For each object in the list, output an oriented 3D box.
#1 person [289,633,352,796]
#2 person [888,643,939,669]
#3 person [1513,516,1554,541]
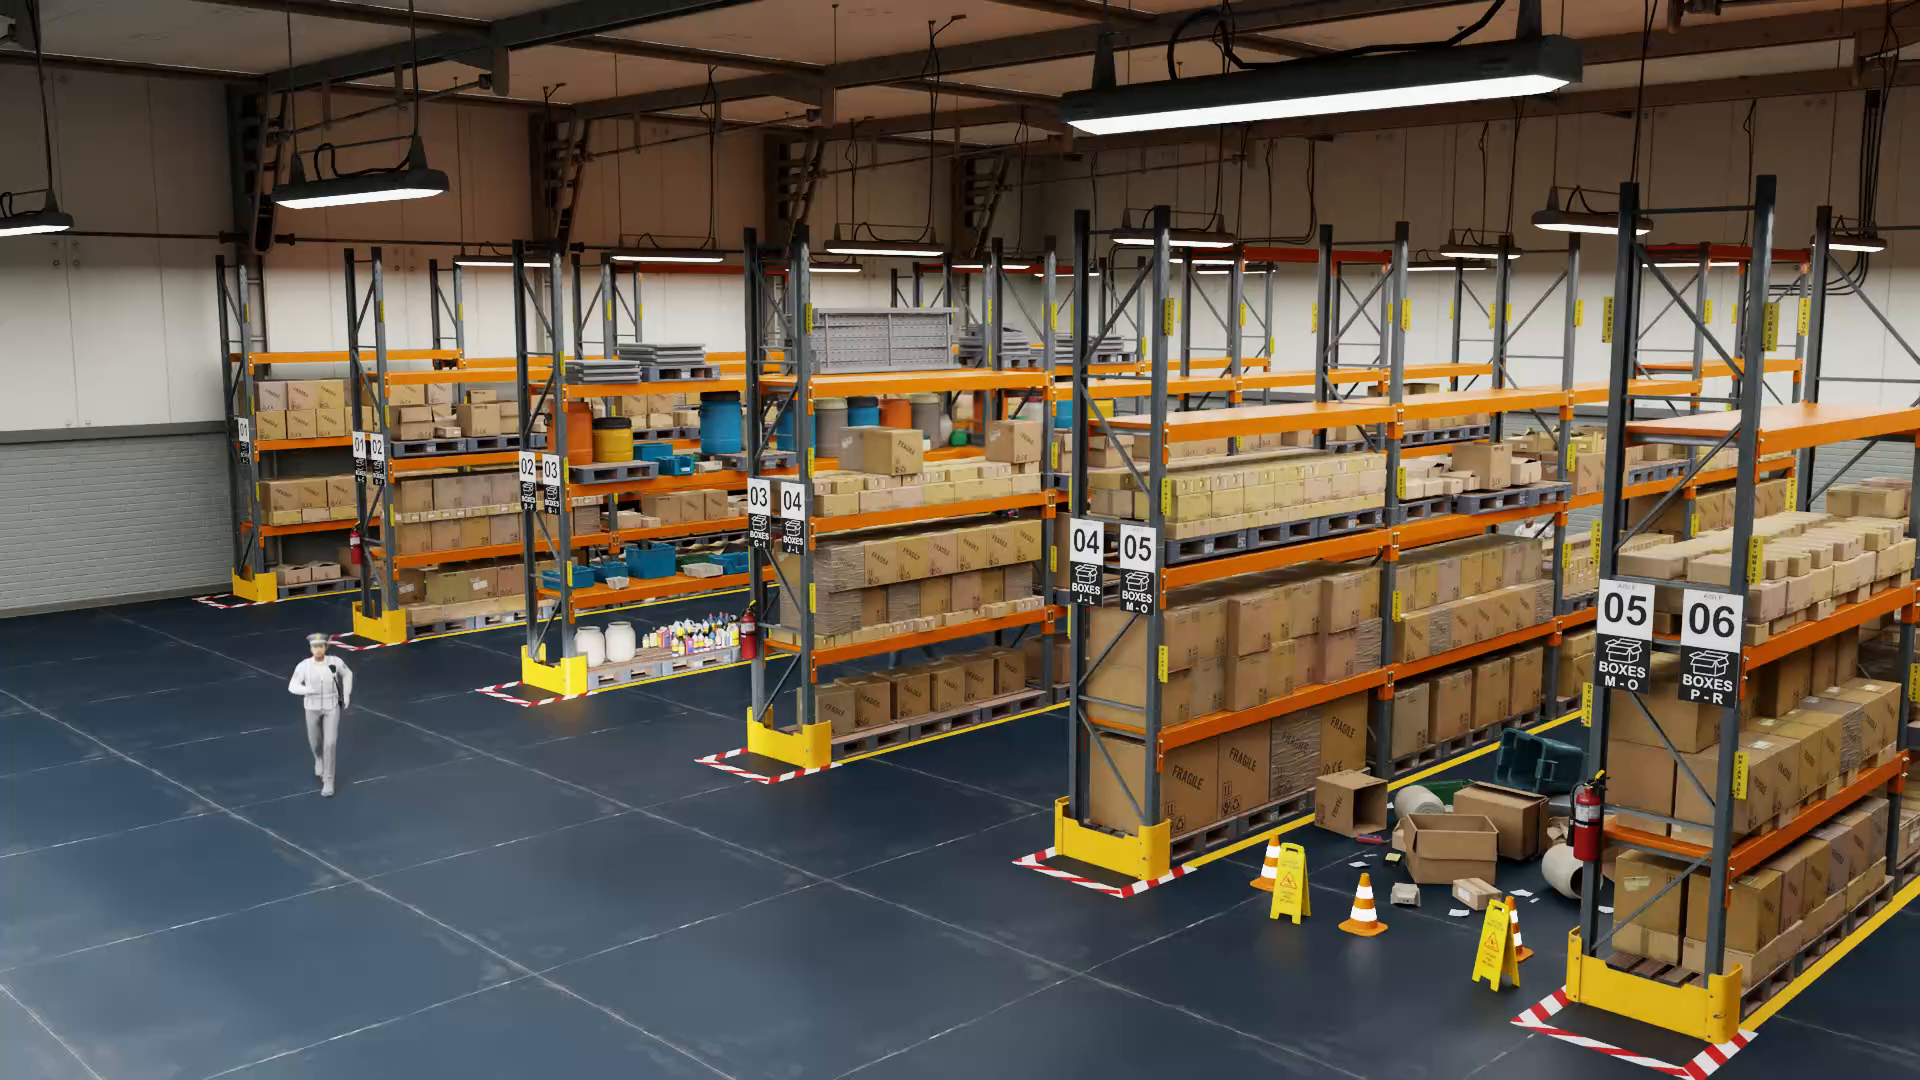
[{"bbox_3d":[-6.809,1.802,17.755,0.631,1.687,0.899,-3,9,-19],"label":"person"},{"bbox_3d":[-0.689,0.988,22.233,0.700,1.752,0.965,7,11,39],"label":"person"},{"bbox_3d":[9.654,0.334,28.101,0.698,1.762,0.888,7,10,39],"label":"person"}]
